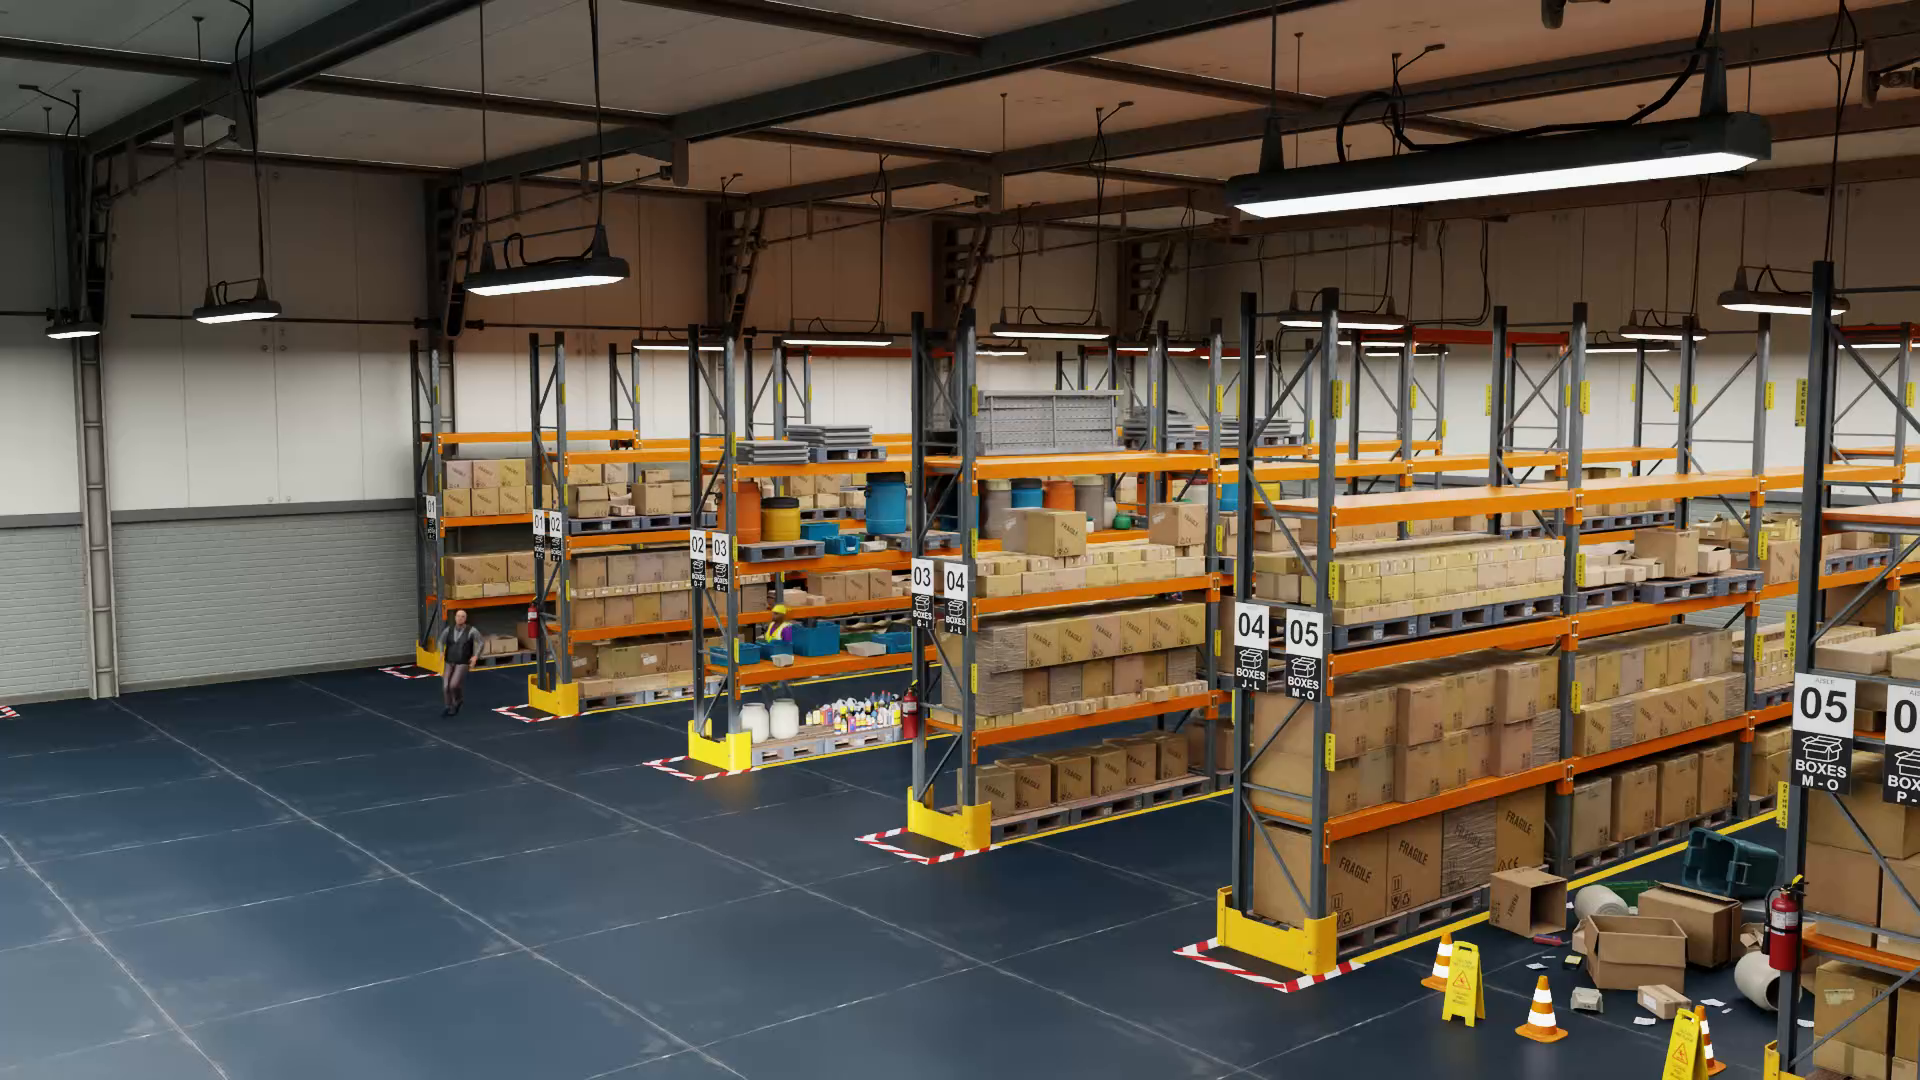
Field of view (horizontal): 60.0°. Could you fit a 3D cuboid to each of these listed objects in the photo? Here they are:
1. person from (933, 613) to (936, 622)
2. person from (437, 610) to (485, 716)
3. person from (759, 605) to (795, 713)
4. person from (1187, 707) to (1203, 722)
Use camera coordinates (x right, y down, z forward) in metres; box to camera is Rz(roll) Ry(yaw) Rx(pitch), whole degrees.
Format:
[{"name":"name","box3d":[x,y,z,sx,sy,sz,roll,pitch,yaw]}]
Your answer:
[{"name":"person","box3d":[-0.737,1.170,34.378,0.747,1.676,0.643,-5,7,-41]},{"name":"person","box3d":[-7.831,1.928,25.953,0.714,1.666,0.602,1,5,7]},{"name":"person","box3d":[-2.840,1.905,25.807,0.674,1.815,0.702,4,7,37]},{"name":"person","box3d":[3.349,2.139,23.665,0.579,1.652,0.600,-5,7,-43]}]
